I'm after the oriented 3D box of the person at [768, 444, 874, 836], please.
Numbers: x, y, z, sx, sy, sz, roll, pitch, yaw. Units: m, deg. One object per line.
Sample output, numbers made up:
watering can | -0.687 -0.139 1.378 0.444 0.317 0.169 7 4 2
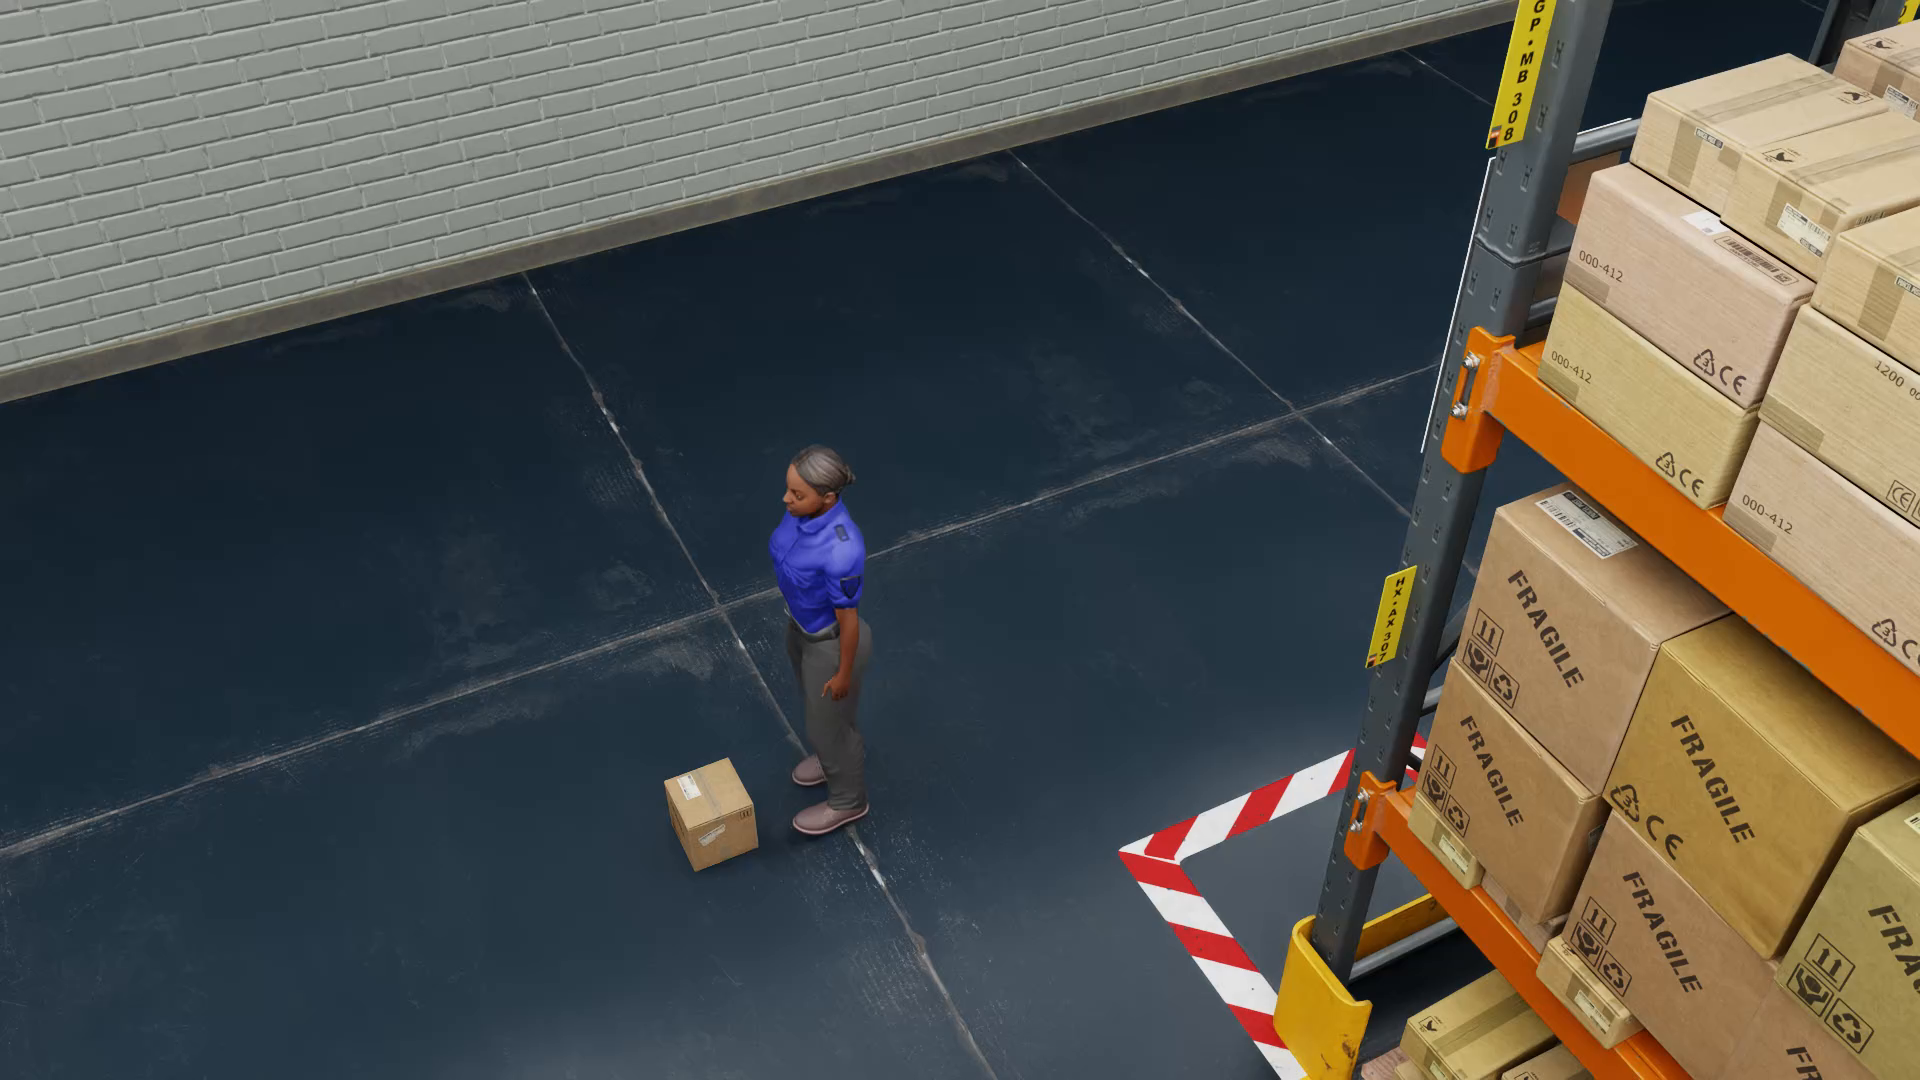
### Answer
person | -0.493 0.354 5.774 0.380 1.640 0.438 -18 45 -19
